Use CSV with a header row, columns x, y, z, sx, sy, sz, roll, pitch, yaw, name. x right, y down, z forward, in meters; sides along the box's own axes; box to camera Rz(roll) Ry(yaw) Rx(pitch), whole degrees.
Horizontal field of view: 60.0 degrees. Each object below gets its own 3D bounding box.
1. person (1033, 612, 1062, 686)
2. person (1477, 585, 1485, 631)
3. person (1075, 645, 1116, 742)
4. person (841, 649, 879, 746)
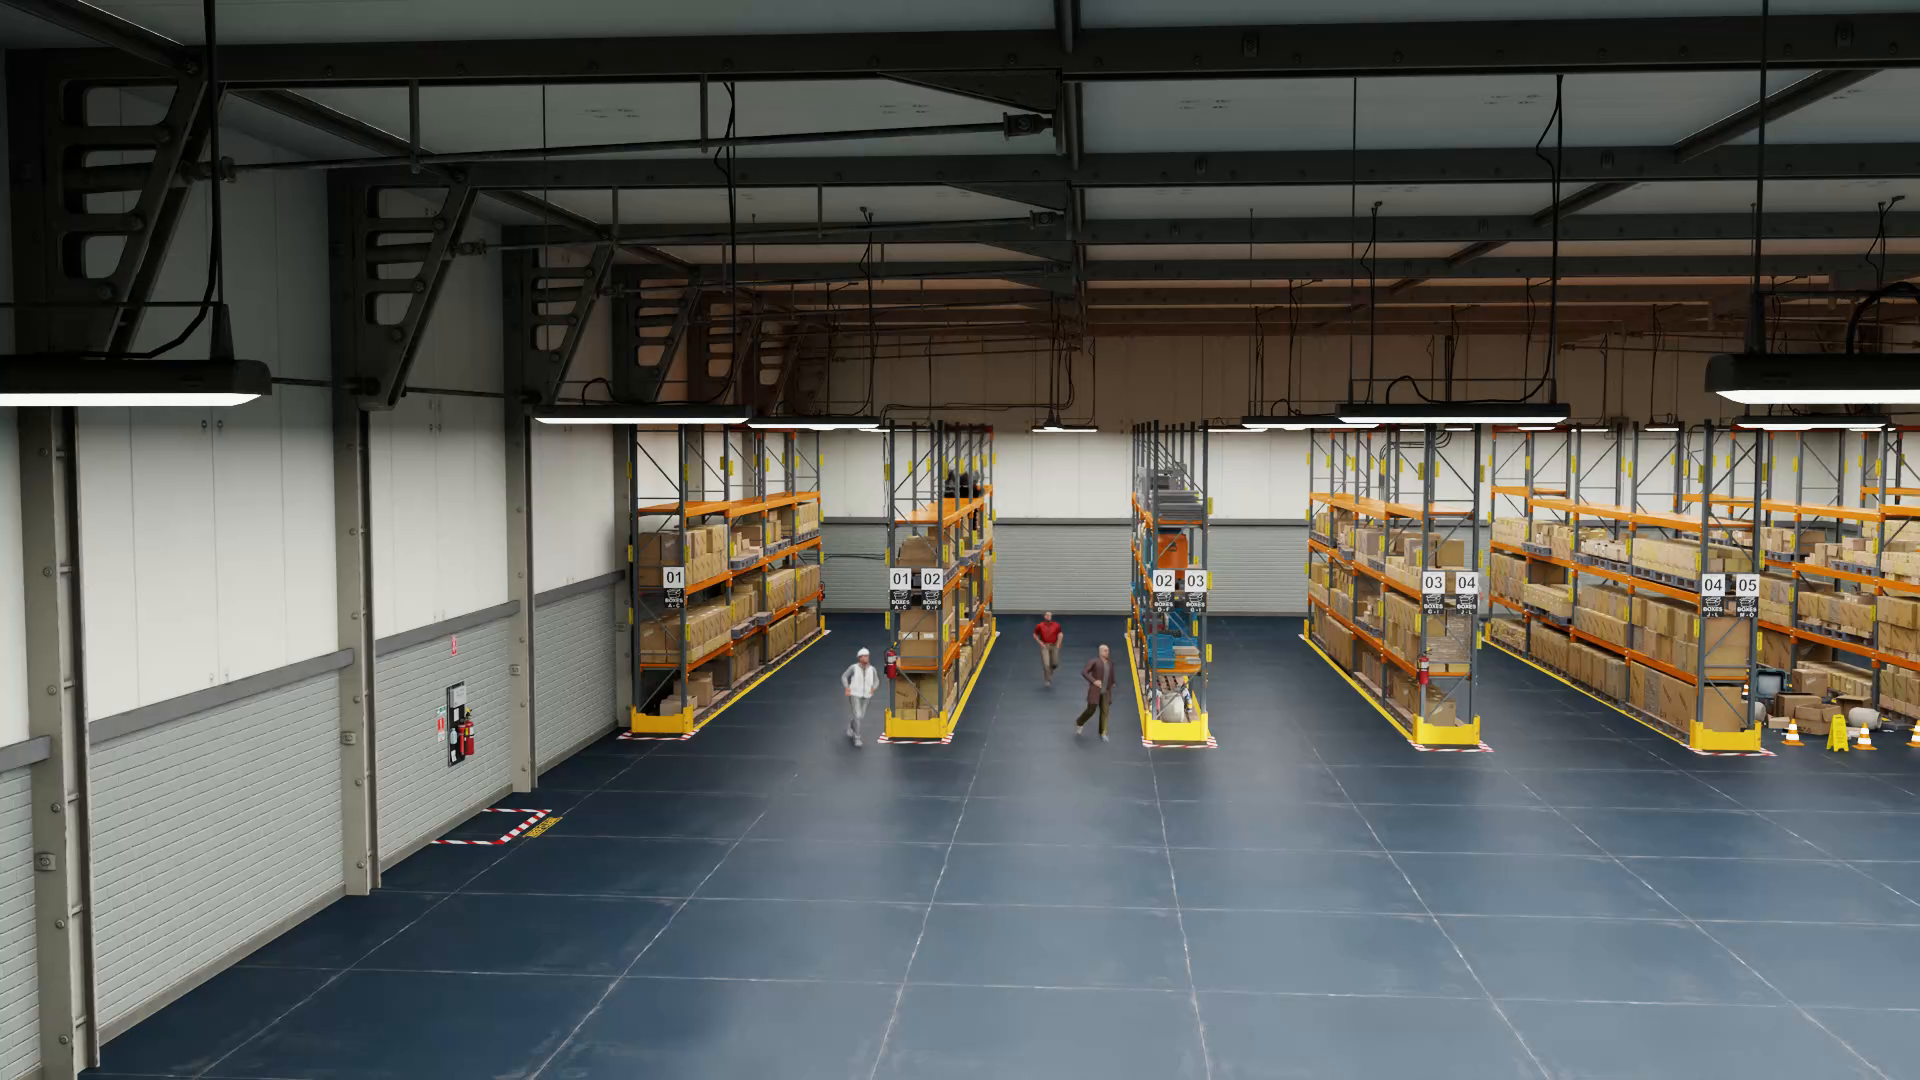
x,y,z,sx,sy,sz,roll,pitch,yaw,name
2.020,2.482,38.172,0.692,1.690,0.659,-1,4,-10,person
14.589,1.858,47.323,0.832,1.779,0.698,-1,4,-12,person
2.663,2.852,31.290,0.769,1.744,1.049,-2,4,-24,person
-1.841,2.900,30.947,0.683,1.762,0.788,-2,4,-25,person
